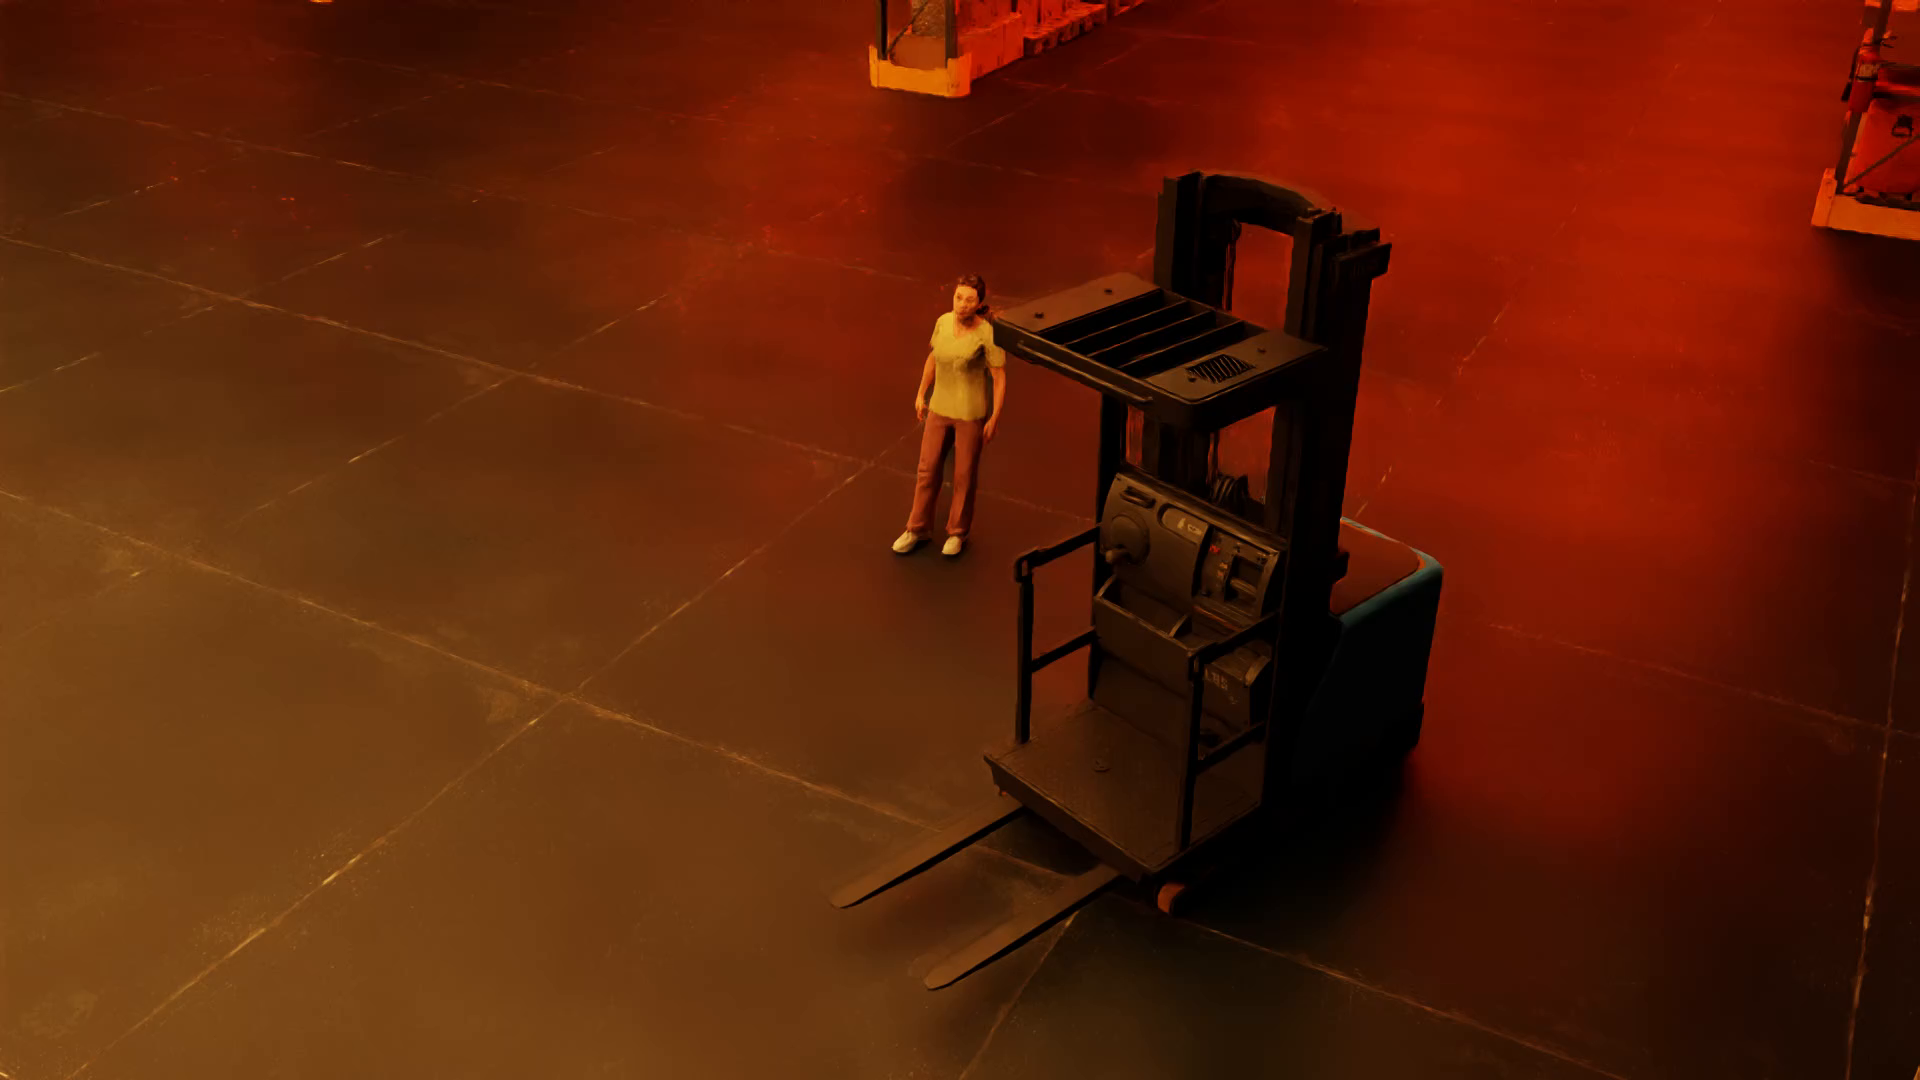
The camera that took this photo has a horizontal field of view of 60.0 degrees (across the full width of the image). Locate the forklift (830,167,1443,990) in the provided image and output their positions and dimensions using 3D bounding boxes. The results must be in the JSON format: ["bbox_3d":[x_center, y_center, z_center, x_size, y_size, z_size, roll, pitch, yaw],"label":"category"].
[{"bbox_3d":[0.813,0.061,6.965,3.031,2.935,1.130,-24,37,-35],"label":"forklift"}]

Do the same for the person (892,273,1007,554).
[{"bbox_3d":[-0.046,-0.702,9.529,0.554,1.674,0.548,15,33,25],"label":"person"}]
